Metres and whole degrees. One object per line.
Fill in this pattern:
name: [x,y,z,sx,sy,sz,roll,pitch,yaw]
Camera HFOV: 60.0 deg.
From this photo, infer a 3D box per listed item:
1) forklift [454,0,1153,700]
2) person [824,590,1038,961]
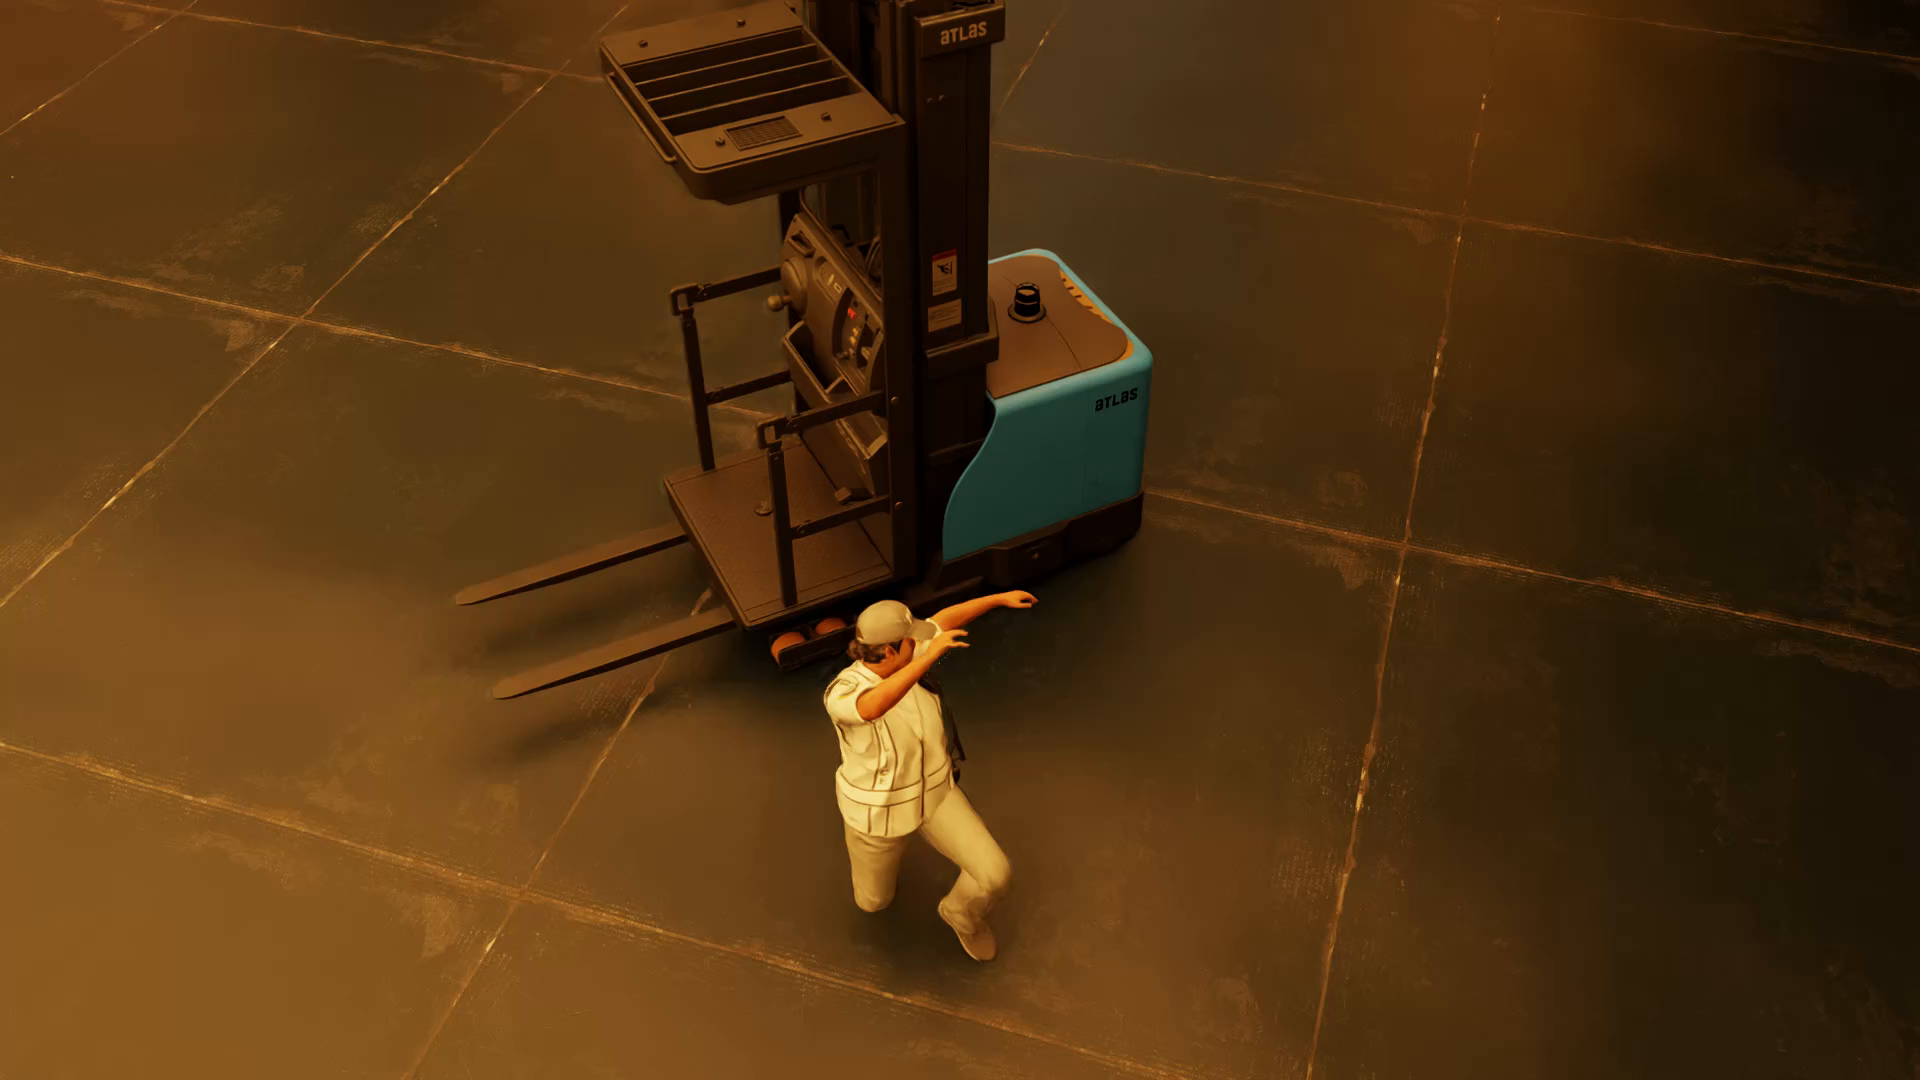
forklift: [-0.704,-0.923,6.681,3.031,2.935,1.130,-19,46,-19]
person: [0.042,0.795,5.965,1.007,1.437,0.857,-24,48,-24]
